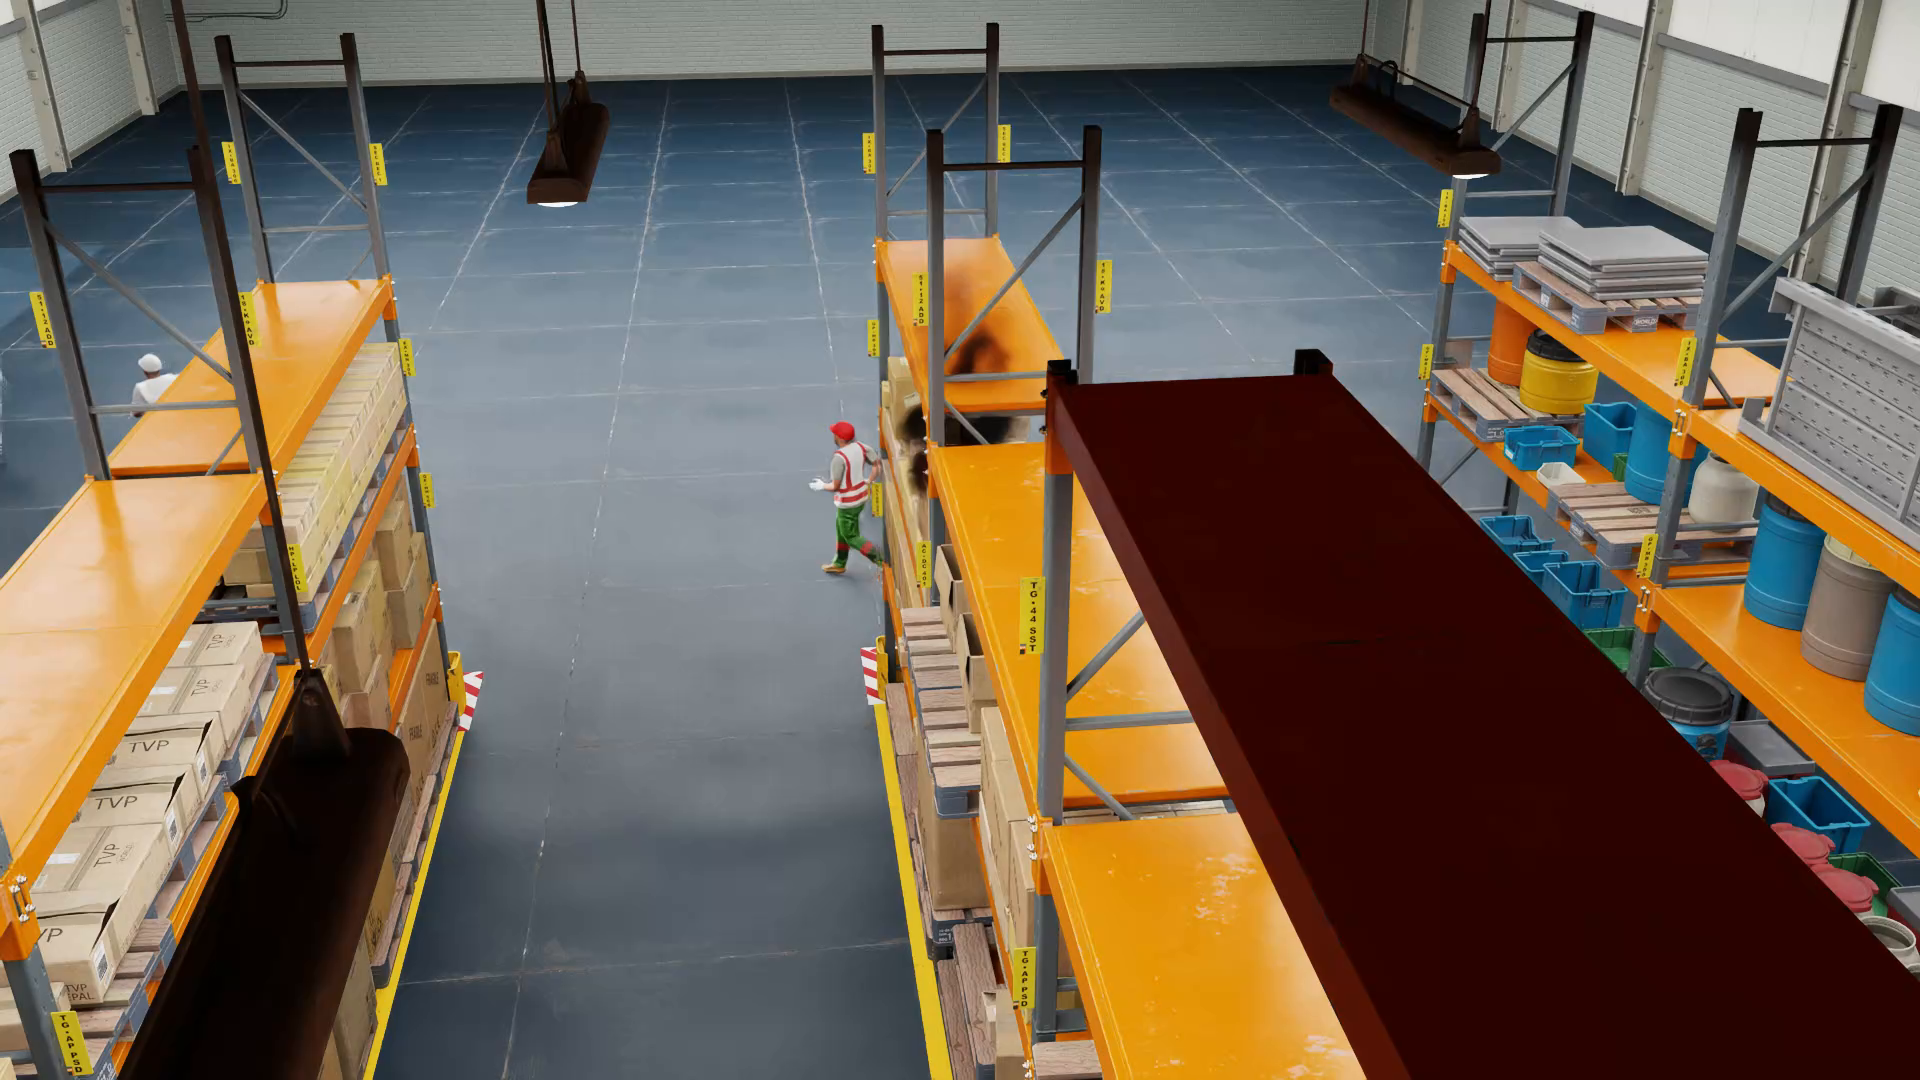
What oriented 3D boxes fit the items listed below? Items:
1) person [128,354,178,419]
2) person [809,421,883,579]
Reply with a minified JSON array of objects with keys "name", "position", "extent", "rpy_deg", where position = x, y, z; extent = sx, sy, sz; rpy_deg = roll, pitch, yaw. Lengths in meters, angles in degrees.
[{"name":"person","position":[-9.160,-1.292,19.180],"extent":[0.912,1.781,0.682],"rpy_deg":[19,31,34]},{"name":"person","position":[-1.075,-0.383,17.253],"extent":[0.968,1.772,0.627],"rpy_deg":[14,29,27]}]
